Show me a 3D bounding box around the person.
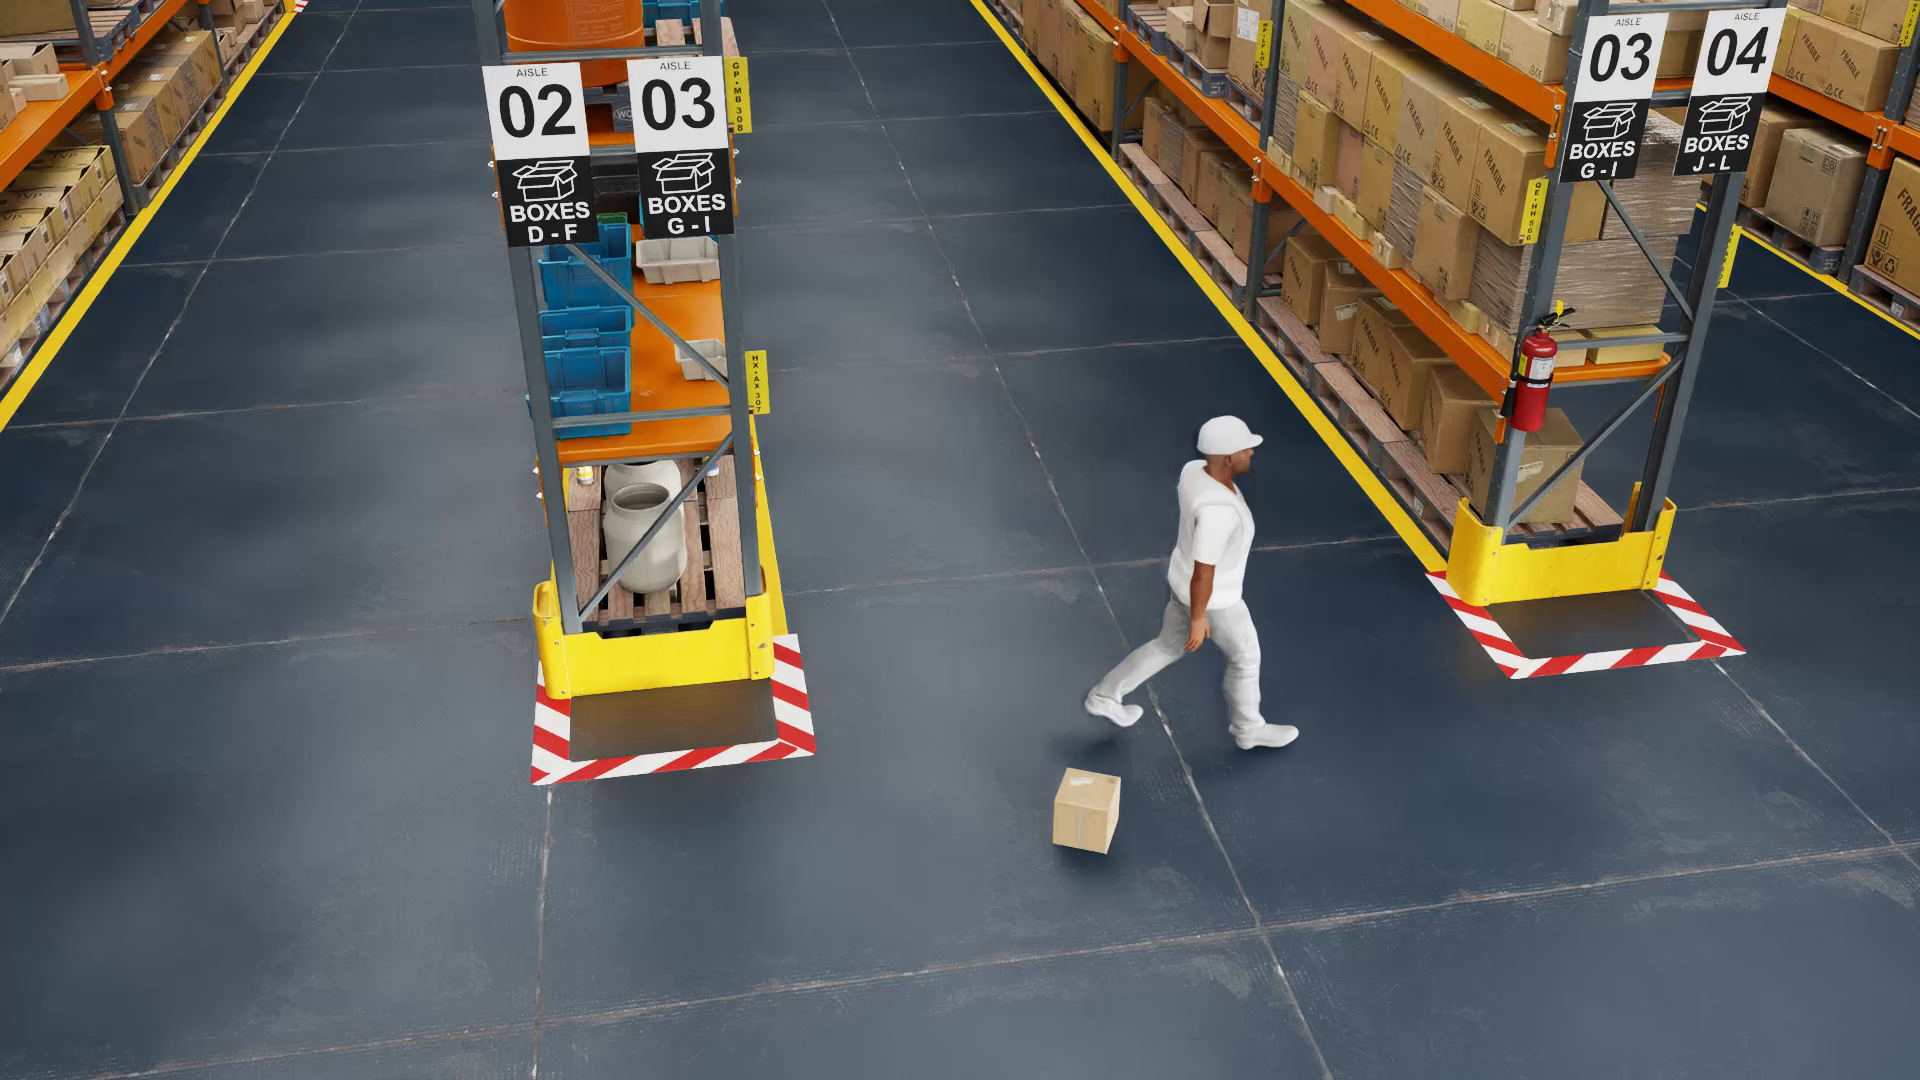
[{"bbox_3d":[1.122,0.213,7.756,1.021,1.731,0.571,-4,31,-7],"label":"person"}]
